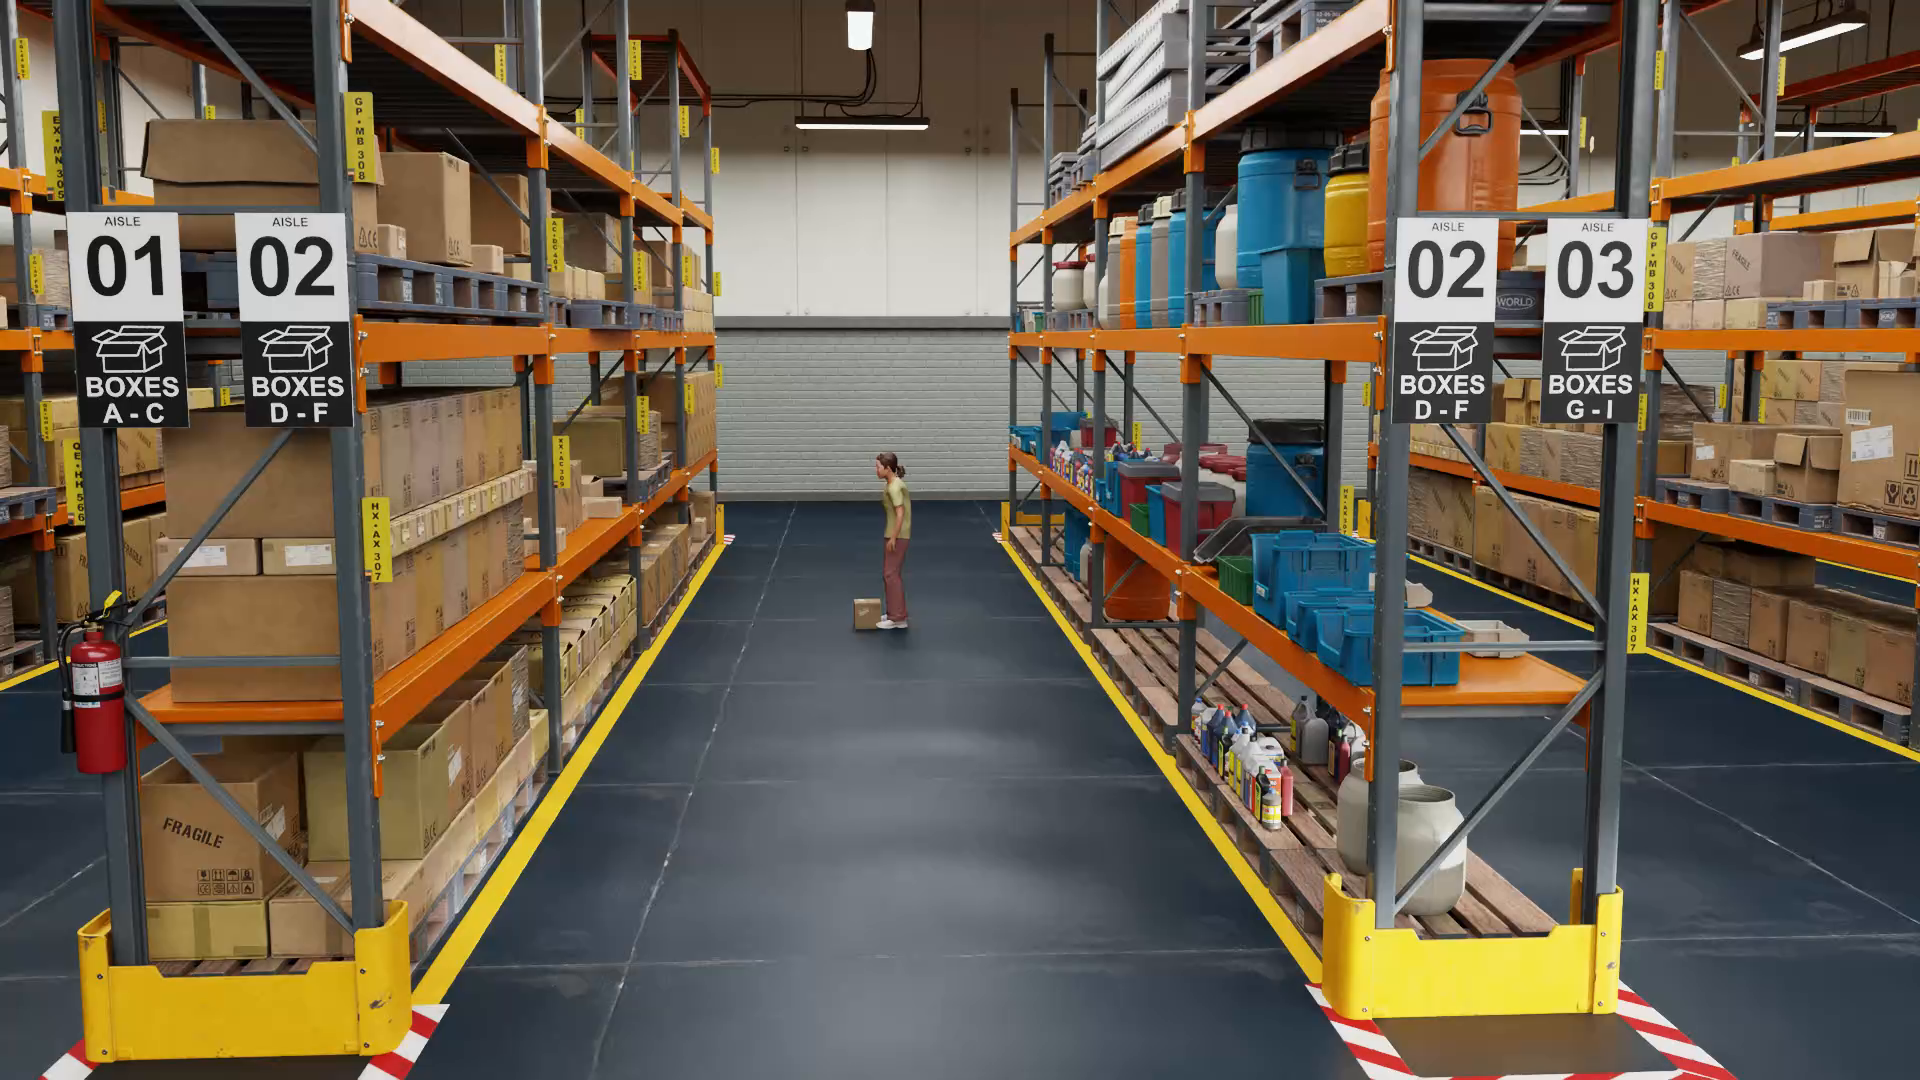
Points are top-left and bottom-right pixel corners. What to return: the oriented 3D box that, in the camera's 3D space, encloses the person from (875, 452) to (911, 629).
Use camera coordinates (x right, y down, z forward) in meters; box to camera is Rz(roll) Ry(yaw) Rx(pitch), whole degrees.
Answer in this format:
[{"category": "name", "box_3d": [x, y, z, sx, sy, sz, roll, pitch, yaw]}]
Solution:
[{"category": "person", "box_3d": [-0.638, -0.006, 15.799, 0.356, 1.673, 0.499, 0, 7, -3]}]
